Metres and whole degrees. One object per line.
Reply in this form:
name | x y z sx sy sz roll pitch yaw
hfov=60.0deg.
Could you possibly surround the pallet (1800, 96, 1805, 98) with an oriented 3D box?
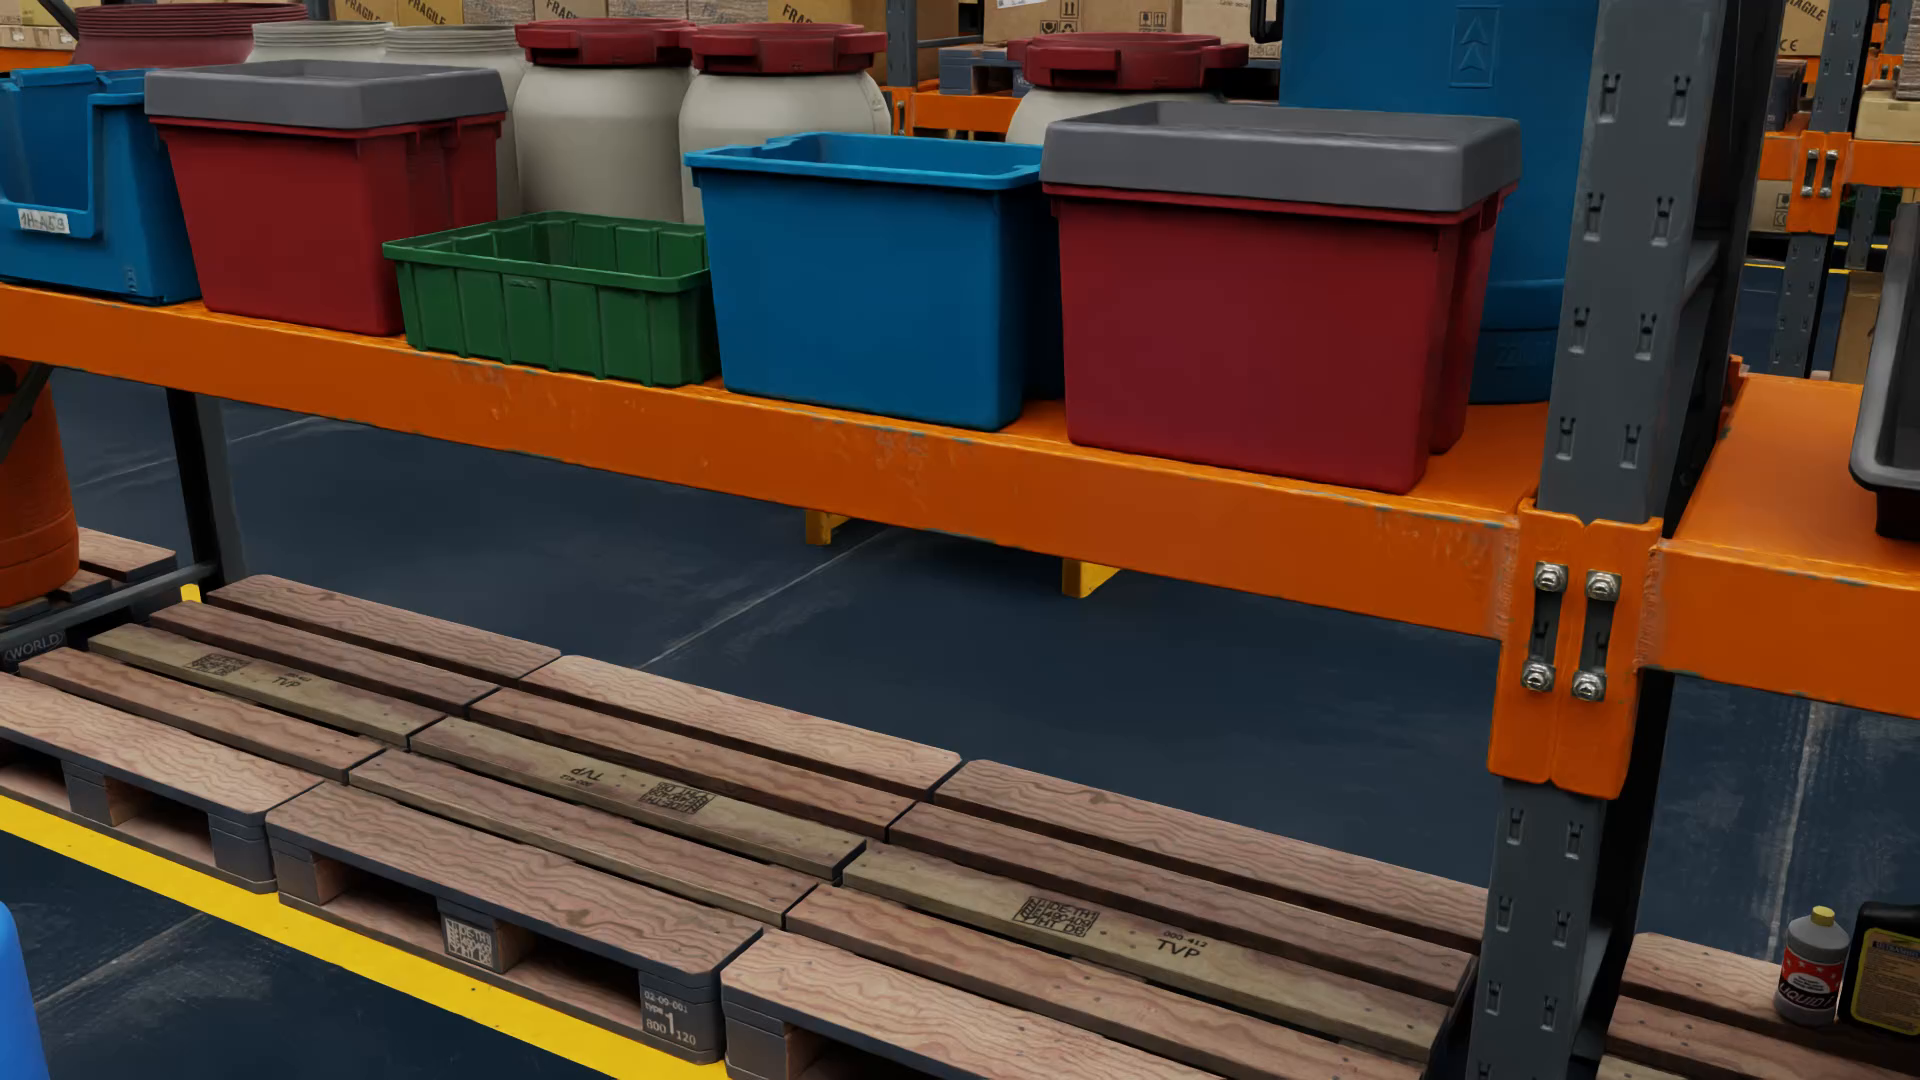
pallet | 10.024 -5.045 19.463 1.213 0.211 1.003 11 23 27

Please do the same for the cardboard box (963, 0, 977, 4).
cardboard box | 0.221 -4.268 12.984 0.250 0.149 0.380 10 22 26

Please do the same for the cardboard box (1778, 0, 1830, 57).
cardboard box | 5.357 -3.330 10.500 0.500 0.500 0.500 11 22 27

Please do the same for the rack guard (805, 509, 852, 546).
rack guard | -0.368 -0.188 6.016 0.087 0.250 0.587 11 23 27

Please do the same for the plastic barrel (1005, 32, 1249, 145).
plastic barrel | 0.292 -0.630 3.004 0.433 0.535 0.433 0 20 0

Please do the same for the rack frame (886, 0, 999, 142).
rack frame | -0.057 -2.481 8.307 0.127 3.000 1.000 11 23 27

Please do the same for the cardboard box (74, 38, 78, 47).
cardboard box | -5.548 -3.281 10.880 0.250 0.149 0.380 10 22 26

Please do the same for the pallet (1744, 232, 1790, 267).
pallet | 5.232 -2.071 11.265 1.213 0.211 1.003 11 23 27

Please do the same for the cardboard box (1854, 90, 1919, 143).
cardboard box | 3.476 -1.573 6.171 0.250 0.149 0.380 11 23 27

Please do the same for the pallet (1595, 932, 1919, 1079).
pallet | 1.586 1.093 2.542 1.213 0.211 1.003 11 23 27

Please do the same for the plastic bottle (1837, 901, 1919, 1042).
plastic bottle | 1.601 0.710 2.847 0.133 0.283 0.061 12 23 30

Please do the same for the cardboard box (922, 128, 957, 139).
cardboard box | -0.649 -1.801 8.931 0.875 0.875 1.225 10 22 25

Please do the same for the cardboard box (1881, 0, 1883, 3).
cardboard box | 10.118 -6.180 18.723 0.500 0.250 0.500 11 23 29

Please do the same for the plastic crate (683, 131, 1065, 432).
plastic crate | -0.095 -0.425 2.661 0.575 0.384 0.392 11 23 27

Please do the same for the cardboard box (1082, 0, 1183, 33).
cardboard box | 0.970 -2.585 7.830 0.500 0.500 0.700 15 25 35

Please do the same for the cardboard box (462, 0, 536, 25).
cardboard box | -2.393 -2.876 9.248 0.500 0.500 0.500 10 22 26

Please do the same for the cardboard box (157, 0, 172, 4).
cardboard box | -4.961 -3.381 10.572 0.500 0.250 0.500 11 23 28

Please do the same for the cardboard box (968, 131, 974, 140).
cardboard box | 0.401 -3.256 13.493 0.500 0.500 0.500 11 23 28

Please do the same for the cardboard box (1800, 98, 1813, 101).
cardboard box | 7.809 -3.815 15.221 0.625 0.372 0.950 11 23 28

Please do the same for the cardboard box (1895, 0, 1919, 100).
cardboard box | 3.798 -1.910 6.148 0.500 0.500 0.875 11 23 27

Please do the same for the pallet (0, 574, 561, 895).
pallet | -1.815 0.444 4.331 1.213 0.211 1.003 11 23 27

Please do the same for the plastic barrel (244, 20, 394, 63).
plastic barrel | -1.470 -0.952 3.927 0.421 0.512 0.421 0 20 0

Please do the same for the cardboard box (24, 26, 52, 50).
cardboard box | -5.994 -3.366 11.114 0.250 0.149 0.380 10 22 26

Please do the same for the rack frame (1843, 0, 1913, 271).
rack frame | 5.943 -3.276 10.497 0.127 3.000 1.000 11 23 27

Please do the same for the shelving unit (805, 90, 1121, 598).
shelving unit | 0.067 -0.692 5.574 1.083 1.500 0.587 11 23 27

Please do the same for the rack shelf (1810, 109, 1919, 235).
rack shelf | 5.182 -1.145 5.679 4.000 0.370 1.077 11 23 27

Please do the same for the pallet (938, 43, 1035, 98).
pallet | 0.618 -2.304 8.100 1.003 0.211 1.213 11 23 27

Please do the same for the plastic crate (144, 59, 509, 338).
plastic crate | -1.211 -0.677 3.239 0.583 0.464 0.402 11 23 27

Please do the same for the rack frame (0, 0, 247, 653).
rack frame | -2.472 -1.007 4.242 0.127 3.000 1.000 11 23 27

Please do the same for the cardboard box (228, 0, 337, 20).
cardboard box | -4.062 -3.211 10.103 0.500 0.250 0.500 10 22 26

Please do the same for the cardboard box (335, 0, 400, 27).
cardboard box | -3.269 -3.043 9.708 0.500 0.500 0.500 11 23 27

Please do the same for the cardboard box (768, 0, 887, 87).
cardboard box | -0.608 -2.537 8.313 0.500 0.500 0.500 12 23 29

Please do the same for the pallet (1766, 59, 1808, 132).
pallet | 2.839 -1.896 6.976 1.213 0.211 1.003 11 23 27

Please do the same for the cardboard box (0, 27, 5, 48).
cardboard box | -6.443 -3.452 11.350 0.250 0.149 0.380 10 22 26

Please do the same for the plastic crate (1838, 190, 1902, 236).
plastic crate | 6.733 -2.342 11.963 0.450 0.188 0.662 -22 27 -25

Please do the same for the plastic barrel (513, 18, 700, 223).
plastic barrel | -0.727 -0.824 3.538 0.433 0.535 0.433 0 20 0

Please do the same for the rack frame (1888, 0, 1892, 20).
rack frame | 8.268 -4.766 14.606 0.127 3.000 1.000 11 23 27

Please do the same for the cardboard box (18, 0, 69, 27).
cardboard box | -5.859 -3.552 11.042 0.500 0.250 0.500 10 22 26

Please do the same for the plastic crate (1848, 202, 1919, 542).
plastic crate | 1.415 -0.188 2.074 0.504 0.338 0.767 11 23 27

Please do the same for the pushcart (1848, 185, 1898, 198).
pushcart | 7.200 -2.847 13.159 0.936 0.377 1.648 3 20 9

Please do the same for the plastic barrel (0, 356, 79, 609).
plastic barrel | -2.907 -0.260 4.751 0.708 0.830 0.600 11 23 27

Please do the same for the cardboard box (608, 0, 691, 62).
cardboard box | -1.496 -2.707 8.782 0.500 0.500 0.500 10 22 26

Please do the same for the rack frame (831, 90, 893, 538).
rack frame | -0.369 -0.775 5.803 0.032 1.500 0.500 11 23 27

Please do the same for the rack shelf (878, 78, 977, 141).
rack shelf | -1.803 -2.476 9.347 4.000 0.370 1.077 11 23 27

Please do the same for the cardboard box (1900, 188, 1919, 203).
cardboard box | 6.458 -2.349 10.442 0.875 0.875 0.875 11 23 28

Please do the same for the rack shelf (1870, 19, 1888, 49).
rack shelf | 6.522 -4.761 15.646 4.000 0.370 1.077 11 23 27

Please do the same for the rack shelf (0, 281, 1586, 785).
rack shelf | -0.726 -0.336 3.448 4.000 0.370 1.077 11 23 27

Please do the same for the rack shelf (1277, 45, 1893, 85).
rack shelf | 4.197 -3.270 11.537 4.000 0.370 1.077 11 23 27

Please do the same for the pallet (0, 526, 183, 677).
pallet | -3.181 0.185 5.045 1.213 0.211 1.003 11 23 27
